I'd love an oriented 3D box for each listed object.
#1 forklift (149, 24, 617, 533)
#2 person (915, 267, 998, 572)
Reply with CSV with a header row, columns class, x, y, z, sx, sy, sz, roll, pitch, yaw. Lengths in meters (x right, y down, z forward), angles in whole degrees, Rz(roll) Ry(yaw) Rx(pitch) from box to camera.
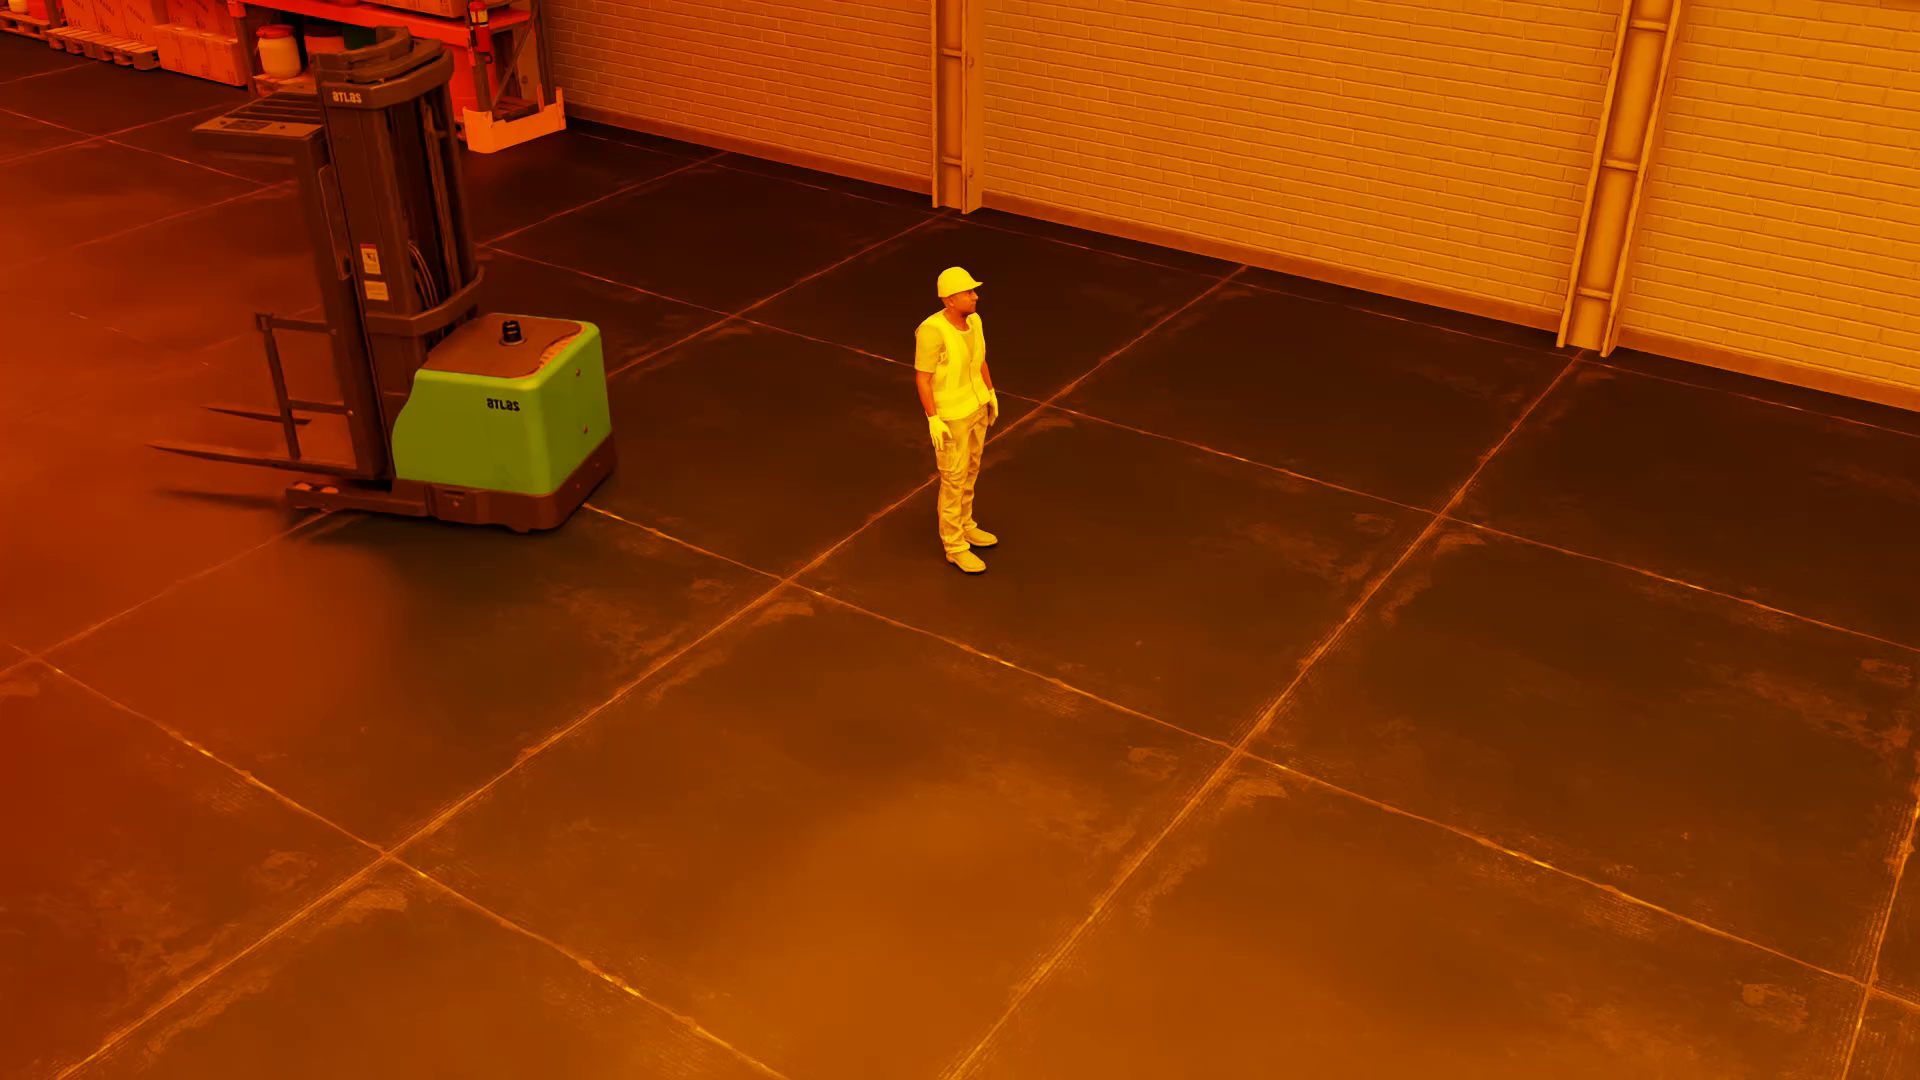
class,x,y,z,sx,sy,sz,roll,pitch,yaw
forklift,-3.895,-1.694,10.499,3.031,2.935,1.130,7,31,12
person,0.054,-0.754,10.007,0.577,1.782,0.656,19,35,29
